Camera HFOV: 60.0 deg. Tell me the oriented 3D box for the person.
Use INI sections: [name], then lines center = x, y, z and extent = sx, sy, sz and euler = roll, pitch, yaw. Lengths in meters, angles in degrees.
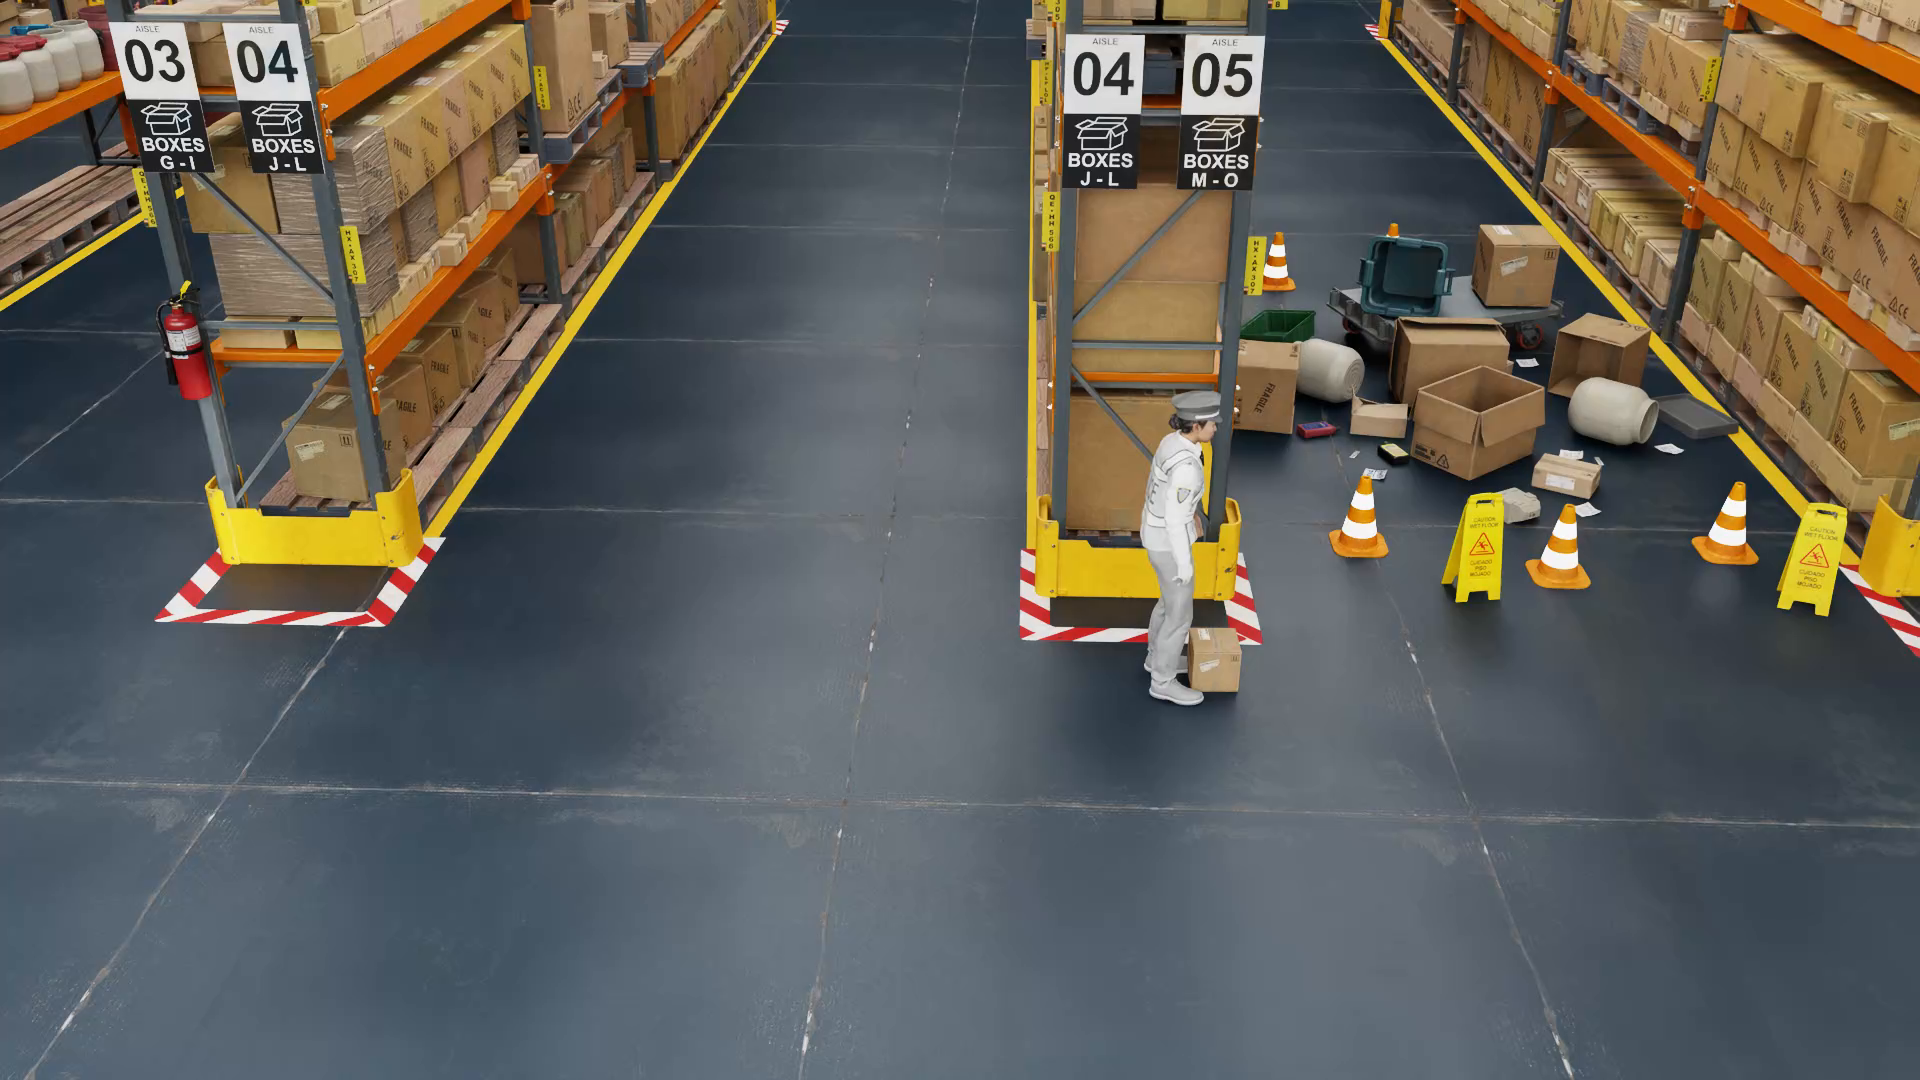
[person]
center = 1.117, 0.022, 8.578
extent = 0.376, 1.663, 0.526
euler = 1, 28, 2
